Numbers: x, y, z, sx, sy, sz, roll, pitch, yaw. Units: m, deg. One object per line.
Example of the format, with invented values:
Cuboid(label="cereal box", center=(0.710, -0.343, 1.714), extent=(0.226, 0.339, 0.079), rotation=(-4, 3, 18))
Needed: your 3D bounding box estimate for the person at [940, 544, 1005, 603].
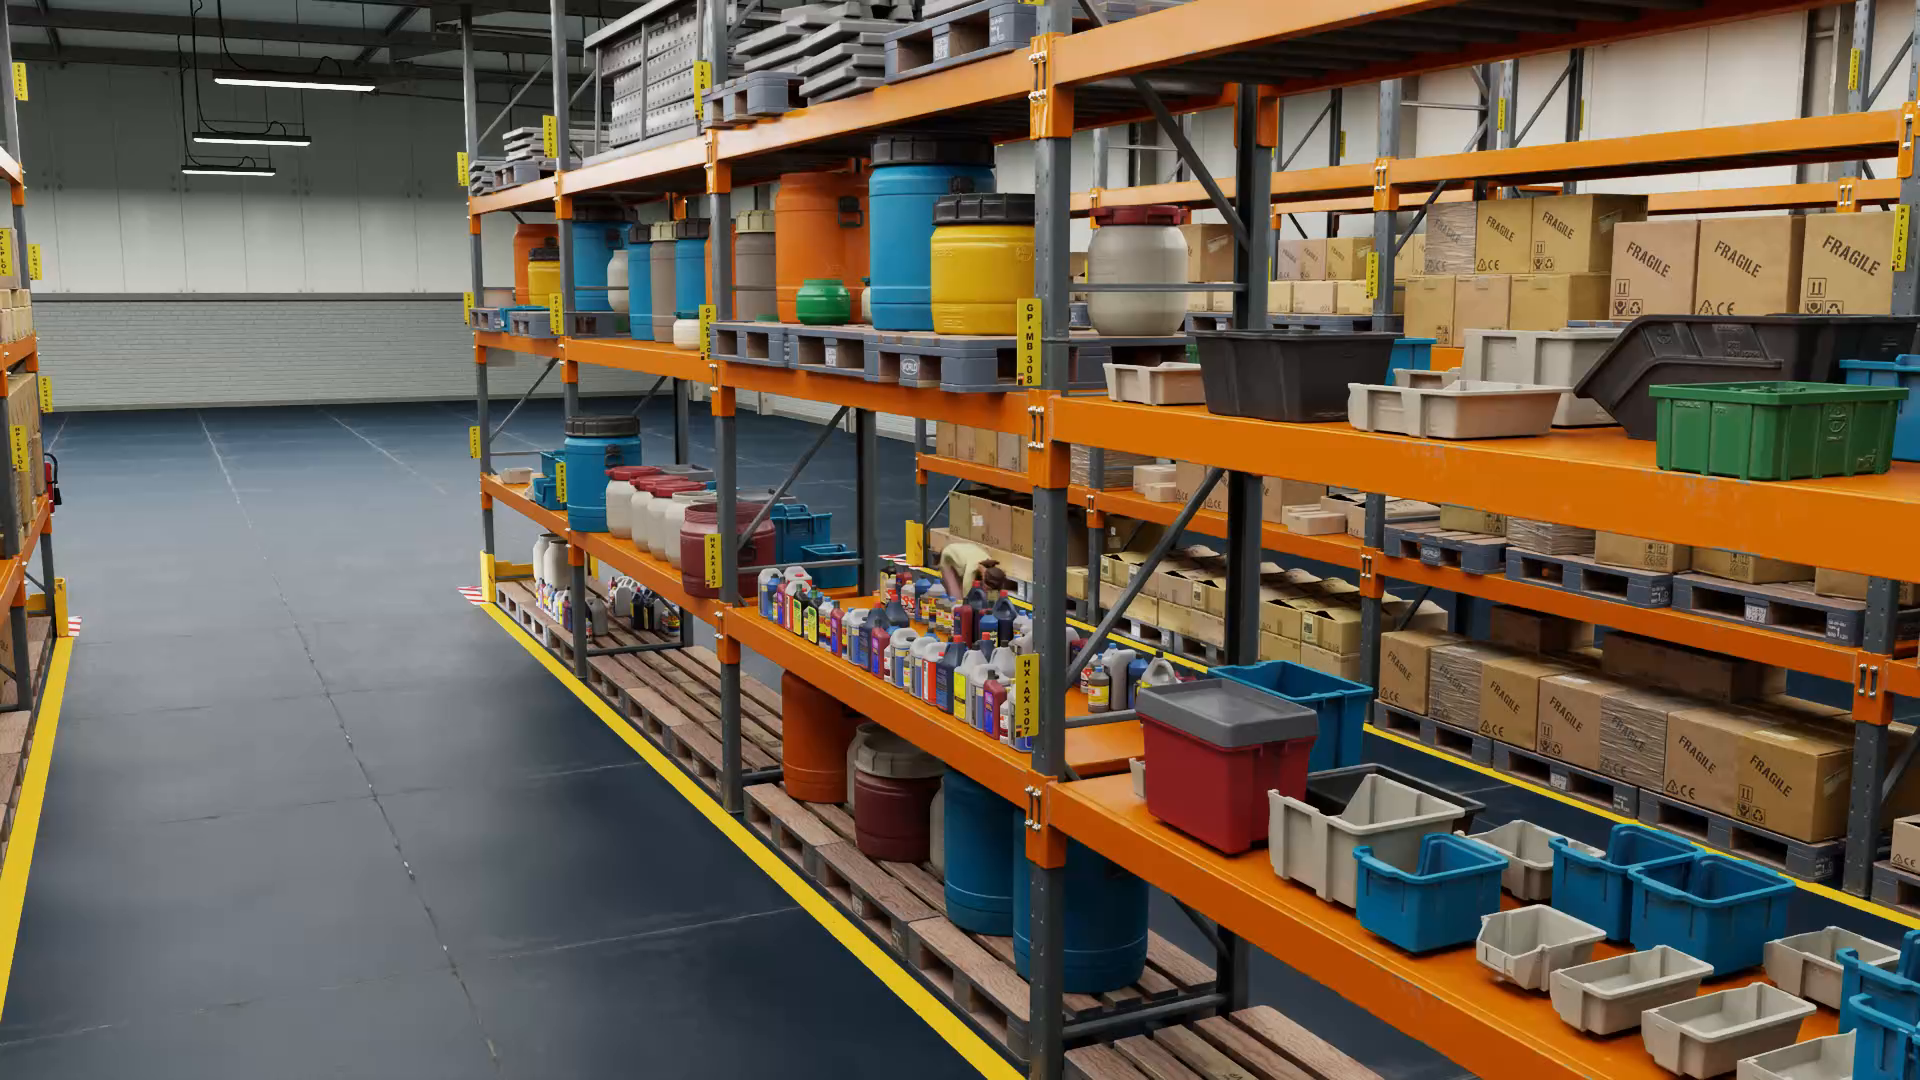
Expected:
Cuboid(label="person", center=(0.137, 0.538, 14.638), extent=(0.447, 0.973, 0.860), rotation=(-5, 10, -28))
